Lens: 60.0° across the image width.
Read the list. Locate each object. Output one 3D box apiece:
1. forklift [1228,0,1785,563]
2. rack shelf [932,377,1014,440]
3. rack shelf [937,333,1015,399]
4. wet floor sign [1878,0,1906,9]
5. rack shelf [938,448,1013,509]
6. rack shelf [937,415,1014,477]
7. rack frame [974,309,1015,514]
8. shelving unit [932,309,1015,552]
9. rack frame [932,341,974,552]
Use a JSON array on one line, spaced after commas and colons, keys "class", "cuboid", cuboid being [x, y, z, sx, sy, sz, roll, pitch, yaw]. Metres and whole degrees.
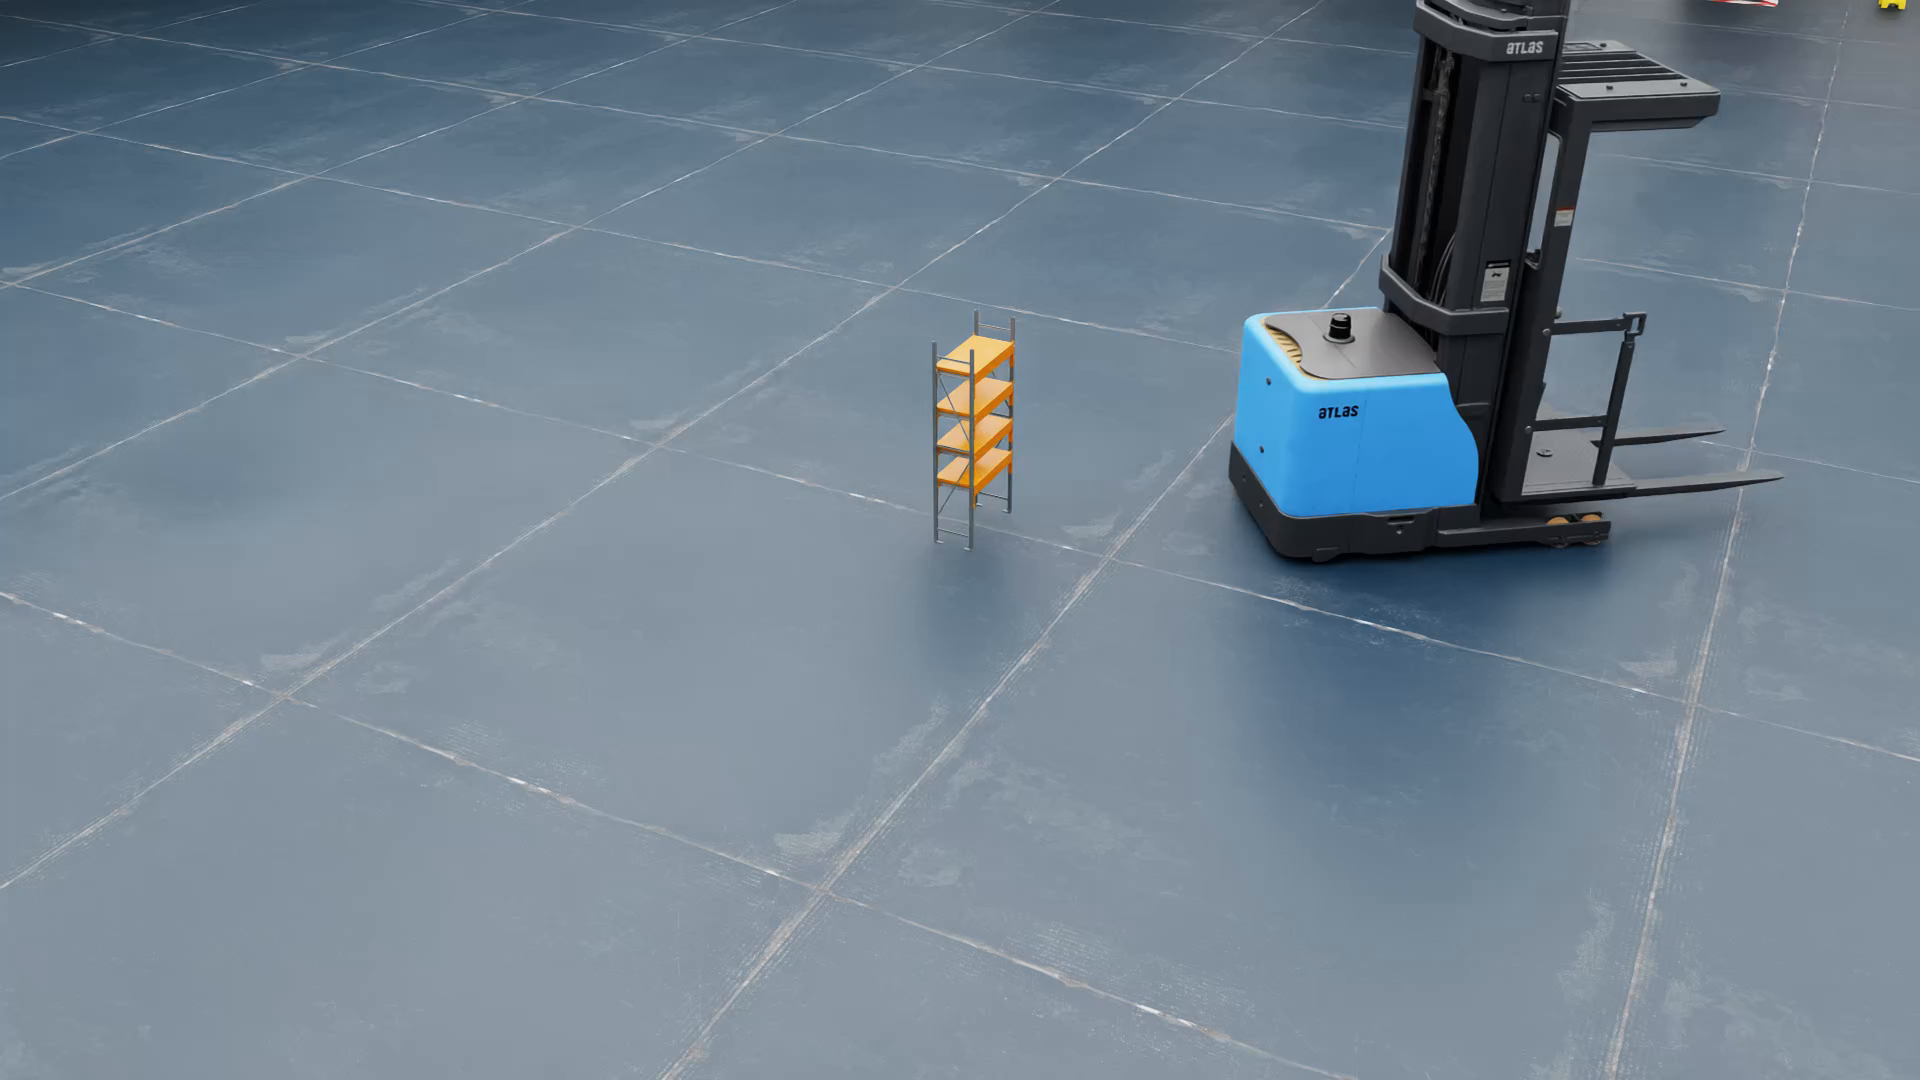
[{"class": "forklift", "cuboid": [3.135, -1.483, 8.889, 3.031, 2.935, 1.130, -5, 30, -8]}, {"class": "rack shelf", "cuboid": [0.075, -0.729, 9.001, 0.258, 0.148, 0.480, 14, 33, 23]}, {"class": "rack shelf", "cuboid": [0.075, -0.934, 8.883, 0.258, 0.148, 0.480, 14, 33, 23]}, {"class": "wet floor sign", "cuboid": [11.735, -7.003, 20.796, 0.267, 0.644, 0.232, 9, 31, 15]}, {"class": "rack shelf", "cuboid": [0.075, -0.363, 9.211, 0.258, 0.148, 0.480, 14, 33, 23]}, {"class": "rack shelf", "cuboid": [0.075, -0.535, 9.112, 0.258, 0.148, 0.480, 14, 33, 23]}, {"class": "rack frame", "cuboid": [0.187, -0.702, 9.267, 0.240, 1.200, 0.015, 14, 33, 23]}, {"class": "shelving unit", "cuboid": [0.075, -0.594, 9.079, 0.258, 1.200, 0.503, 14, 33, 23]}, {"class": "rack frame", "cuboid": [-0.036, -0.486, 8.891, 0.240, 1.200, 0.015, 14, 33, 23]}]
